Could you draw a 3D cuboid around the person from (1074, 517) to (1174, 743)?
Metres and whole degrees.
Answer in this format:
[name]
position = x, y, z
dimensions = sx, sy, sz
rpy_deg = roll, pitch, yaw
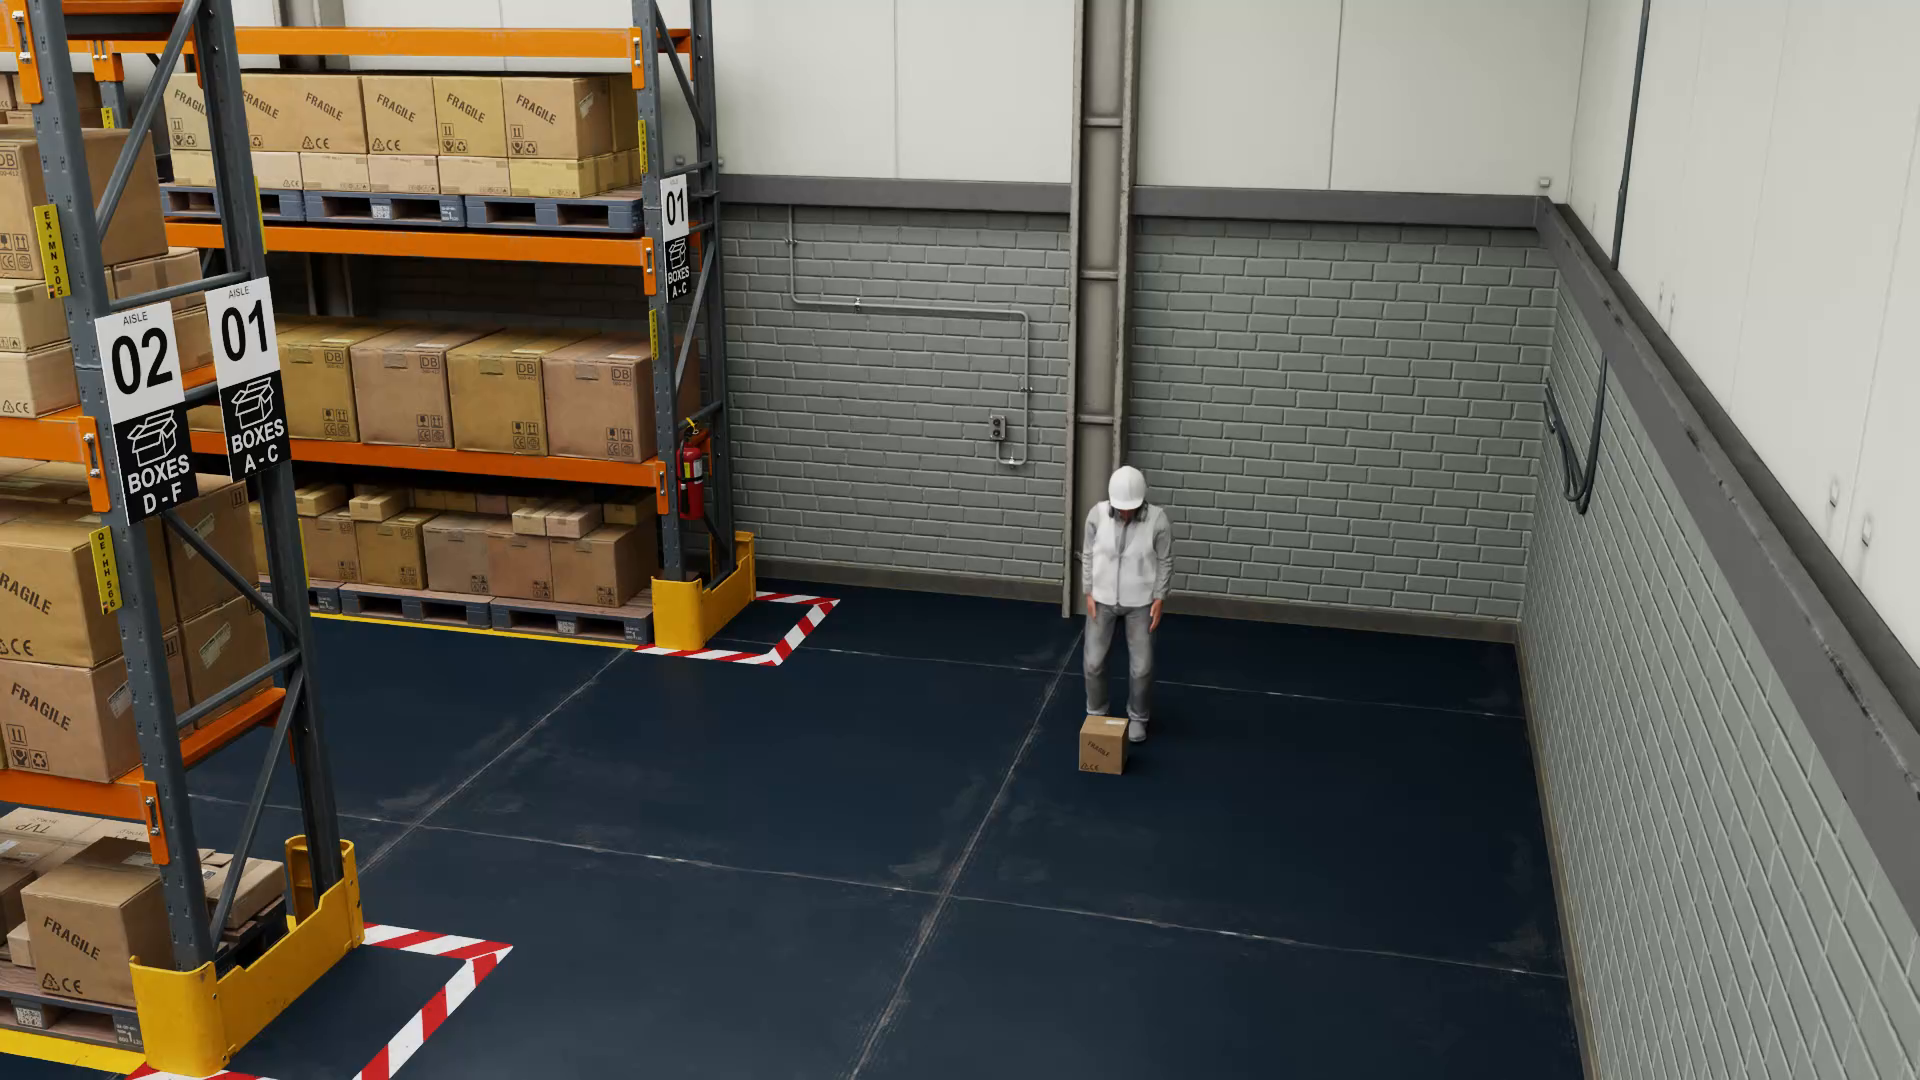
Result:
[person]
position = 0.988, 0.502, 9.965
dimensions = 0.591, 1.478, 0.734
rpy_deg = 5, 19, 14
